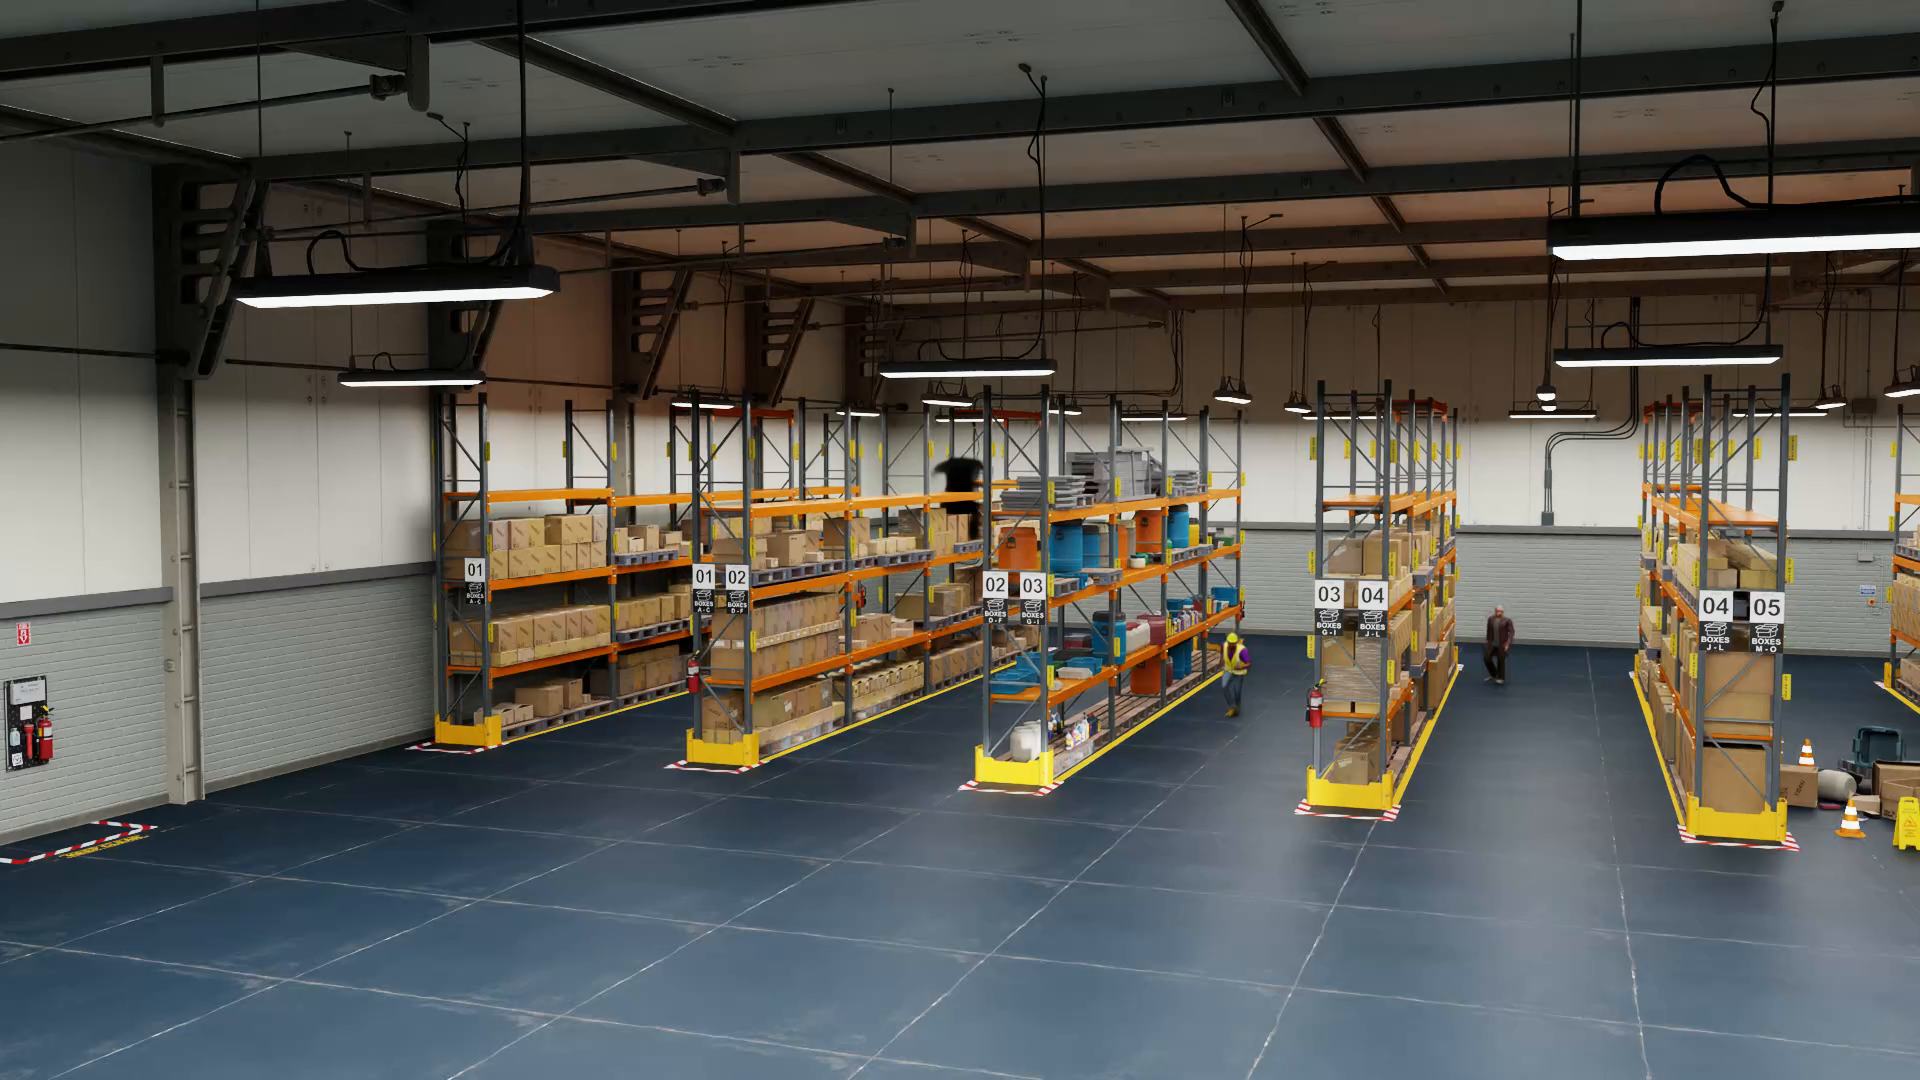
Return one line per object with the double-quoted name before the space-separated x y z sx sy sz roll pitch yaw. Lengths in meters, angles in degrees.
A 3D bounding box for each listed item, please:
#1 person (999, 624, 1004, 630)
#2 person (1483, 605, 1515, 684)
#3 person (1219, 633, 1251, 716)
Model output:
"person" 0.938 1.907 43.087 0.614 1.628 0.646 -3 4 -42
"person" 11.512 2.235 35.508 0.701 1.723 0.770 2 4 36
"person" 5.211 2.509 31.503 0.706 1.581 1.105 1 3 23
